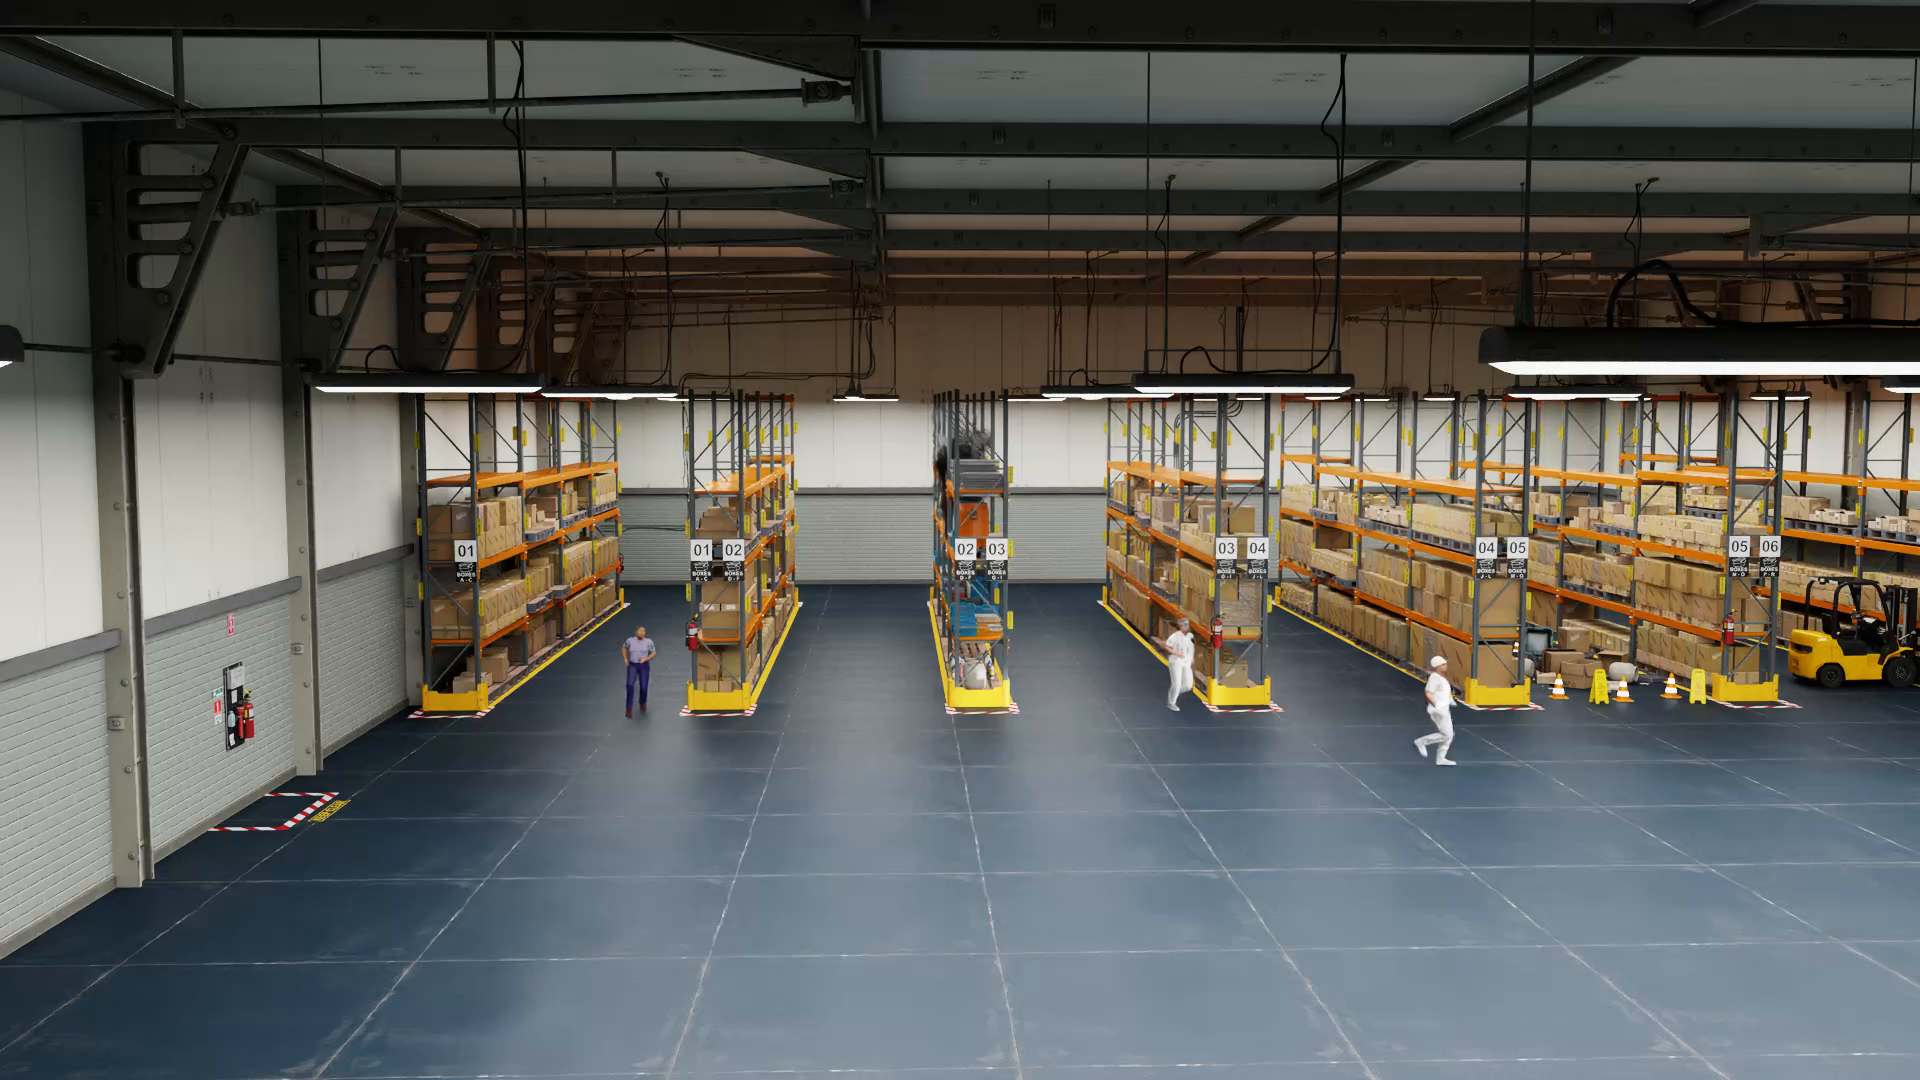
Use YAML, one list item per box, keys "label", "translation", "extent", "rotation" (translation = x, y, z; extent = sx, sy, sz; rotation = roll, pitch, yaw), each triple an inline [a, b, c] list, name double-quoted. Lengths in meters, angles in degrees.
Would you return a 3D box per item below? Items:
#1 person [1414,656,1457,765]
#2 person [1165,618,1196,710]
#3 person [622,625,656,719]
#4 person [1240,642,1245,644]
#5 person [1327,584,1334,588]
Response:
- label: "person"
  translation: [7.562, 2.705, 26.384]
  extent: [0.637, 1.740, 0.702]
  rotation: [2, 5, 22]
- label: "person"
  translation: [4.190, 2.318, 31.236]
  extent: [0.682, 1.732, 0.615]
  rotation: [-2, 5, -24]
- label: "person"
  translation: [-5.923, 2.418, 30.731]
  extent: [0.607, 1.672, 0.808]
  rotation: [-1, 5, -12]
- label: "person"
  translation: [6.787, 1.631, 39.824]
  extent: [0.689, 1.676, 0.626]
  rotation: [0, 5, -2]
- label: "person"
  translation: [10.923, 0.903, 48.618]
  extent: [0.678, 1.736, 0.596]
  rotation: [-1, 5, -16]
